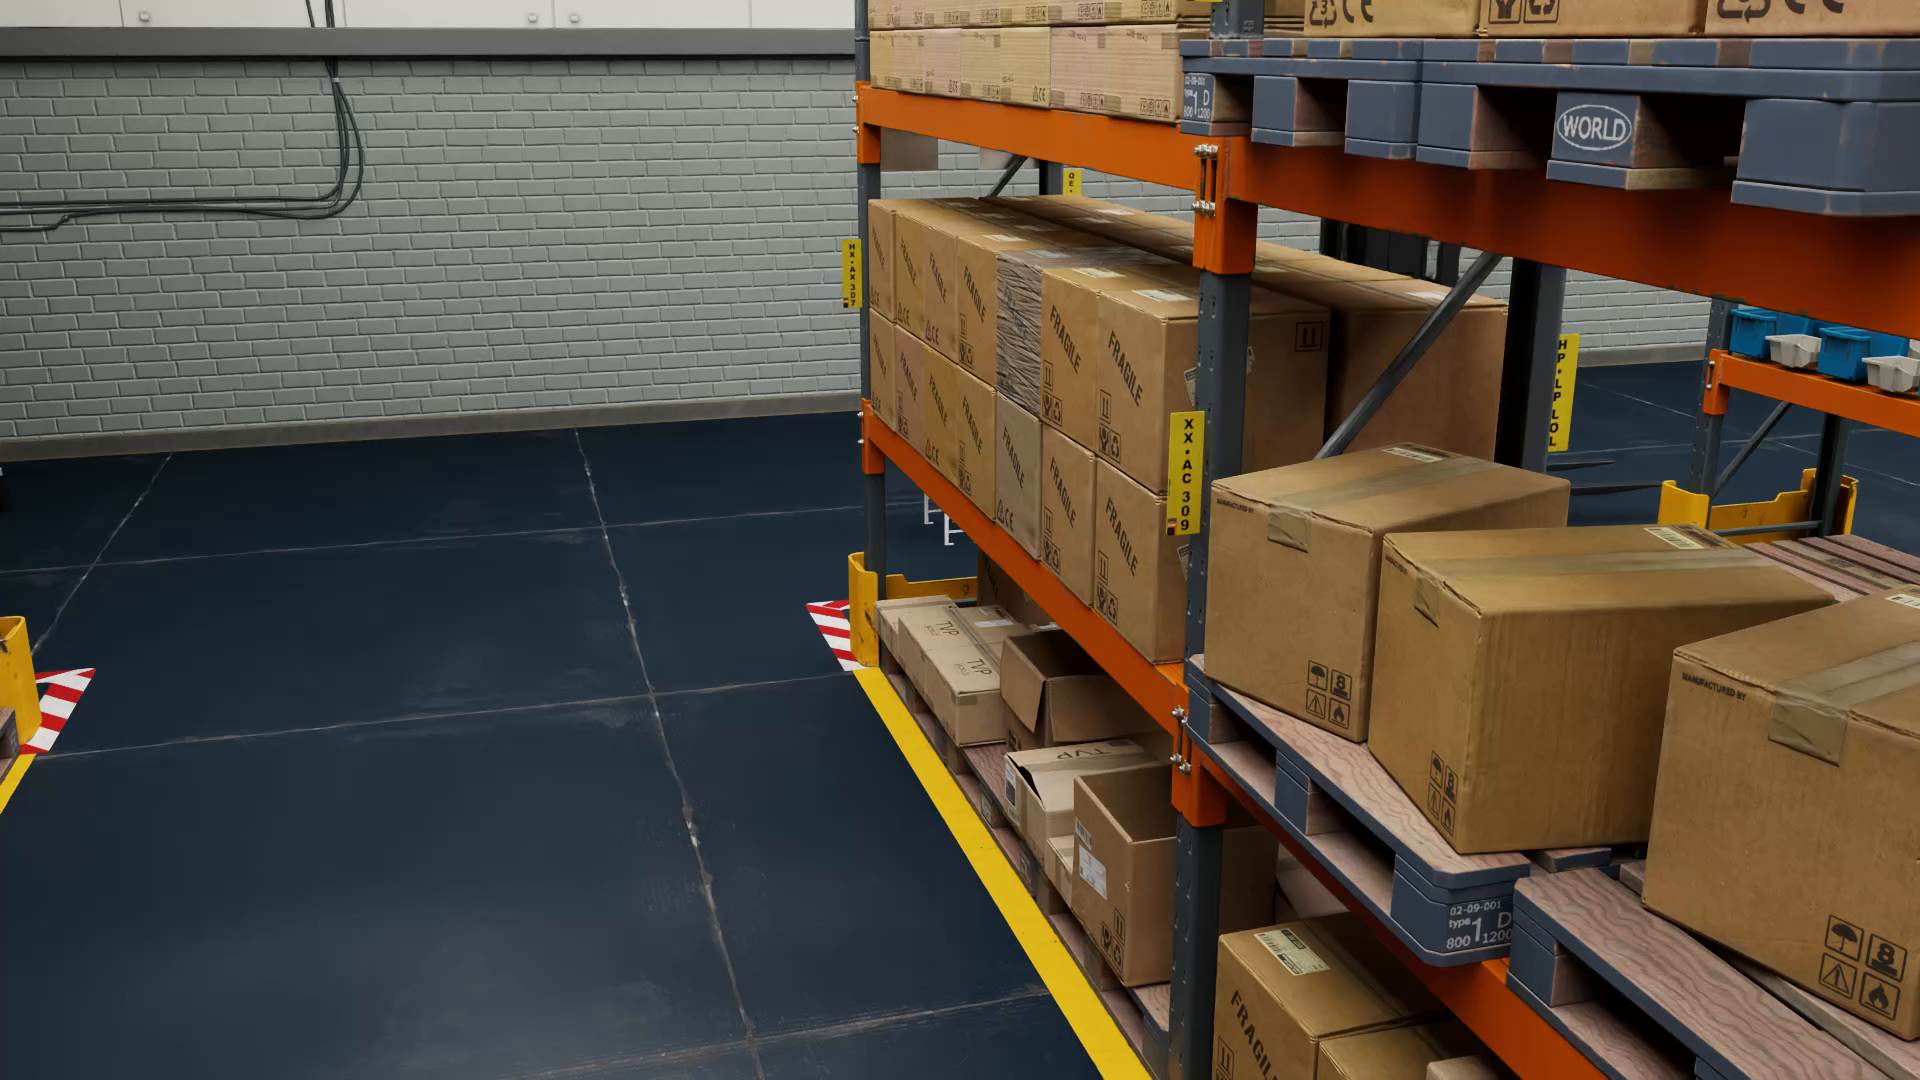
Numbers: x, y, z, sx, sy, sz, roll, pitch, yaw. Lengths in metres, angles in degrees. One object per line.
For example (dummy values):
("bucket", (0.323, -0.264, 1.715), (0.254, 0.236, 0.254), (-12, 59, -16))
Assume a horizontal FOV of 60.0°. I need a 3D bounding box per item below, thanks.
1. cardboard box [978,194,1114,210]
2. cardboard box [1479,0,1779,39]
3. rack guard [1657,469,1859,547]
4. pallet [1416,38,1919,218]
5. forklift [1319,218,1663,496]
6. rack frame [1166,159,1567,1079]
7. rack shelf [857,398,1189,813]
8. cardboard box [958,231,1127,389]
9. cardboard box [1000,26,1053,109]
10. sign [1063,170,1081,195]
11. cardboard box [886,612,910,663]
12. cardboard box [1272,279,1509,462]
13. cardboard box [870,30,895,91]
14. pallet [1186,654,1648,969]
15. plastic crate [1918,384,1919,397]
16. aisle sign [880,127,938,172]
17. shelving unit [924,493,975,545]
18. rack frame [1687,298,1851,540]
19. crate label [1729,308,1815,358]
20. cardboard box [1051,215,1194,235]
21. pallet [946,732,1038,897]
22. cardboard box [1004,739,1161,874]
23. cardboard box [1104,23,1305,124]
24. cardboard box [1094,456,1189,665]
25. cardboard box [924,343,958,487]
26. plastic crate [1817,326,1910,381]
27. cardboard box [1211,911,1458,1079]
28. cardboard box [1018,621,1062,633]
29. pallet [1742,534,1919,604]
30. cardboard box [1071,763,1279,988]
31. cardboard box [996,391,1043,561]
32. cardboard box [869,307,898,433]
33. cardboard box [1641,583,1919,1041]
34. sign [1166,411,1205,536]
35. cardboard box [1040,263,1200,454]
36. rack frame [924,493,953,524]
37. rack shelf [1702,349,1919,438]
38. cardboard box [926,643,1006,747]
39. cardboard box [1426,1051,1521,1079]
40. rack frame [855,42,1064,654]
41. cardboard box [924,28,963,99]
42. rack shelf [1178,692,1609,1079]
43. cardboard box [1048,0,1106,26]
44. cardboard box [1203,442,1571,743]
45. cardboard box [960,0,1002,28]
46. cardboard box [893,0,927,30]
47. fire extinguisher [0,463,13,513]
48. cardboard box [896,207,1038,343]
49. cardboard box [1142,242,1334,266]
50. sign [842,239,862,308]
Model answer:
("cardboard box", (0.394, -1.334, 7.766), (0.500, 0.500, 0.500), (-5, 17, -16))
("cardboard box", (1.379, -1.207, 2.965), (0.600, 0.600, 0.600), (-5, 17, -16))
("rack guard", (4.751, -0.107, 9.940), (1.175, 0.500, 0.348), (-5, 17, -15))
("pallet", (1.506, -0.676, 2.600), (1.213, 0.211, 1.003), (-5, 17, -15))
("forklift", (3.098, -1.576, 10.603), (3.031, 2.935, 1.130), (-3, 17, -10))
("rack frame", (1.106, 0.198, 4.578), (1.000, 3.000, 0.127), (-5, 17, -15))
("rack shelf", (0.557, -0.010, 6.523), (1.077, 0.370, 4.000), (-5, 17, -15))
("cardboard box", (0.299, -0.868, 6.216), (0.500, 0.500, 0.500), (-5, 17, -16))
("cardboard box", (0.444, -1.557, 5.467), (0.500, 0.250, 0.500), (-5, 17, -15))
("sign", (0.546, -1.652, 8.177), (0.100, 0.325, 0.005), (-5, 17, -15))
("cardboard box", (-0.140, 0.450, 7.900), (0.380, 0.166, 0.250), (-5, 17, -15))
("cardboard box", (1.247, -0.481, 4.928), (0.500, 0.500, 0.500), (-4, 17, -14))
("cardboard box", (-0.096, -2.111, 7.312), (0.500, 0.250, 0.500), (-5, 17, -15))
("pallet", (1.221, 0.520, 3.841), (1.003, 0.211, 1.213), (-5, 17, -15))
("plastic crate", (4.884, -0.789, 8.051), (0.416, 0.233, 0.300), (-5, 17, -15))
("aisle sign", (-0.294, -2.149, 7.873), (0.394, 0.787, 0.004), (-5, 17, -15))
("shelving unit", (-0.045, -0.620, 10.432), (0.258, 1.200, 0.503), (-5, 17, -15))
("rack frame", (4.771, -1.299, 9.562), (1.000, 3.000, 0.127), (-5, 17, -15))
("crate label", (4.522, -1.153, 9.263), (0.416, 0.233, 0.303), (-5, 17, -15))
("cardboard box", (0.680, -1.051, 6.825), (0.500, 0.500, 0.500), (-4, 17, -14))
("pallet", (0.579, 1.006, 6.737), (1.003, 0.211, 1.213), (-5, 17, -15))
("cardboard box", (0.471, 0.933, 6.042), (0.500, 0.311, 0.500), (-5, 17, -15))
("cardboard box", (0.717, -1.280, 4.546), (0.500, 0.250, 0.500), (-5, 17, -15))
("cardboard box", (0.722, 0.032, 4.956), (0.500, 0.500, 0.500), (-4, 17, -14))
("cardboard box", (0.157, -0.531, 6.832), (0.500, 0.500, 0.500), (-5, 17, -15))
("plastic crate", (4.703, -0.971, 8.657), (0.416, 0.233, 0.300), (-5, 17, -15))
("cardboard box", (1.005, 1.338, 4.365), (0.500, 0.500, 0.500), (-6, 18, -18))
("cardboard box", (0.418, 0.488, 7.773), (0.380, 0.166, 0.250), (-5, 17, -15))
("pallet", (4.960, 0.268, 9.193), (1.003, 0.211, 1.213), (-5, 17, -15))
("cardboard box", (0.677, 1.050, 5.324), (0.500, 0.500, 0.500), (-5, 17, -15))
("cardboard box", (0.436, -0.252, 5.903), (0.500, 0.500, 0.500), (-4, 17, -14))
("cardboard box", (-0.125, -0.812, 7.769), (0.500, 0.500, 0.500), (-4, 17, -14))
("cardboard box", (1.651, 0.433, 2.893), (0.700, 0.500, 0.500), (-10, 19, -29))
("sign", (0.587, -0.171, 4.304), (0.100, 0.325, 0.005), (-5, 17, -15))
("cardboard box", (0.575, -0.589, 5.288), (0.500, 0.500, 0.500), (-5, 17, -16))
("rack frame", (-0.113, -0.688, 10.657), (0.240, 1.200, 0.015), (-5, 17, -15))
("rack shelf", (5.320, -0.401, 7.824), (1.077, 0.370, 4.000), (-5, 17, -15))
("cardboard box", (0.158, 0.647, 7.098), (0.500, 0.250, 0.500), (-5, 17, -15))
("cardboard box", (1.280, 1.255, 3.336), (0.500, 0.250, 0.500), (-5, 17, -15))
("rack frame", (0.007, -0.908, 8.261), (1.000, 3.000, 0.127), (-5, 17, -15))
("cardboard box", (0.168, -1.833, 6.388), (0.500, 0.250, 0.500), (-5, 17, -15))
("rack shelf", (1.656, 1.096, 2.840), (1.077, 0.370, 4.000), (-5, 17, -15))
("cardboard box", (0.577, -1.658, 4.934), (0.500, 0.250, 0.500), (-5, 17, -15))
("cardboard box", (1.021, 0.098, 4.008), (0.700, 0.500, 0.500), (-12, 20, -34))
("cardboard box", (0.305, -1.934, 5.856), (0.500, 0.250, 0.500), (-5, 17, -15))
("cardboard box", (0.028, -2.211, 6.776), (0.500, 0.250, 0.500), (-5, 17, -15))
("fire extinguisher", (-4.353, -0.378, 7.279), (0.296, 0.674, 0.183), (-5, 17, -15))
("cardboard box", (0.026, -1.147, 7.146), (0.500, 0.500, 0.500), (-5, 17, -15))
("cardboard box", (0.964, -0.766, 5.876), (0.500, 0.500, 0.500), (-5, 17, -17))
("sign", (-0.515, -1.280, 7.994), (0.100, 0.325, 0.005), (-5, 17, -15))
